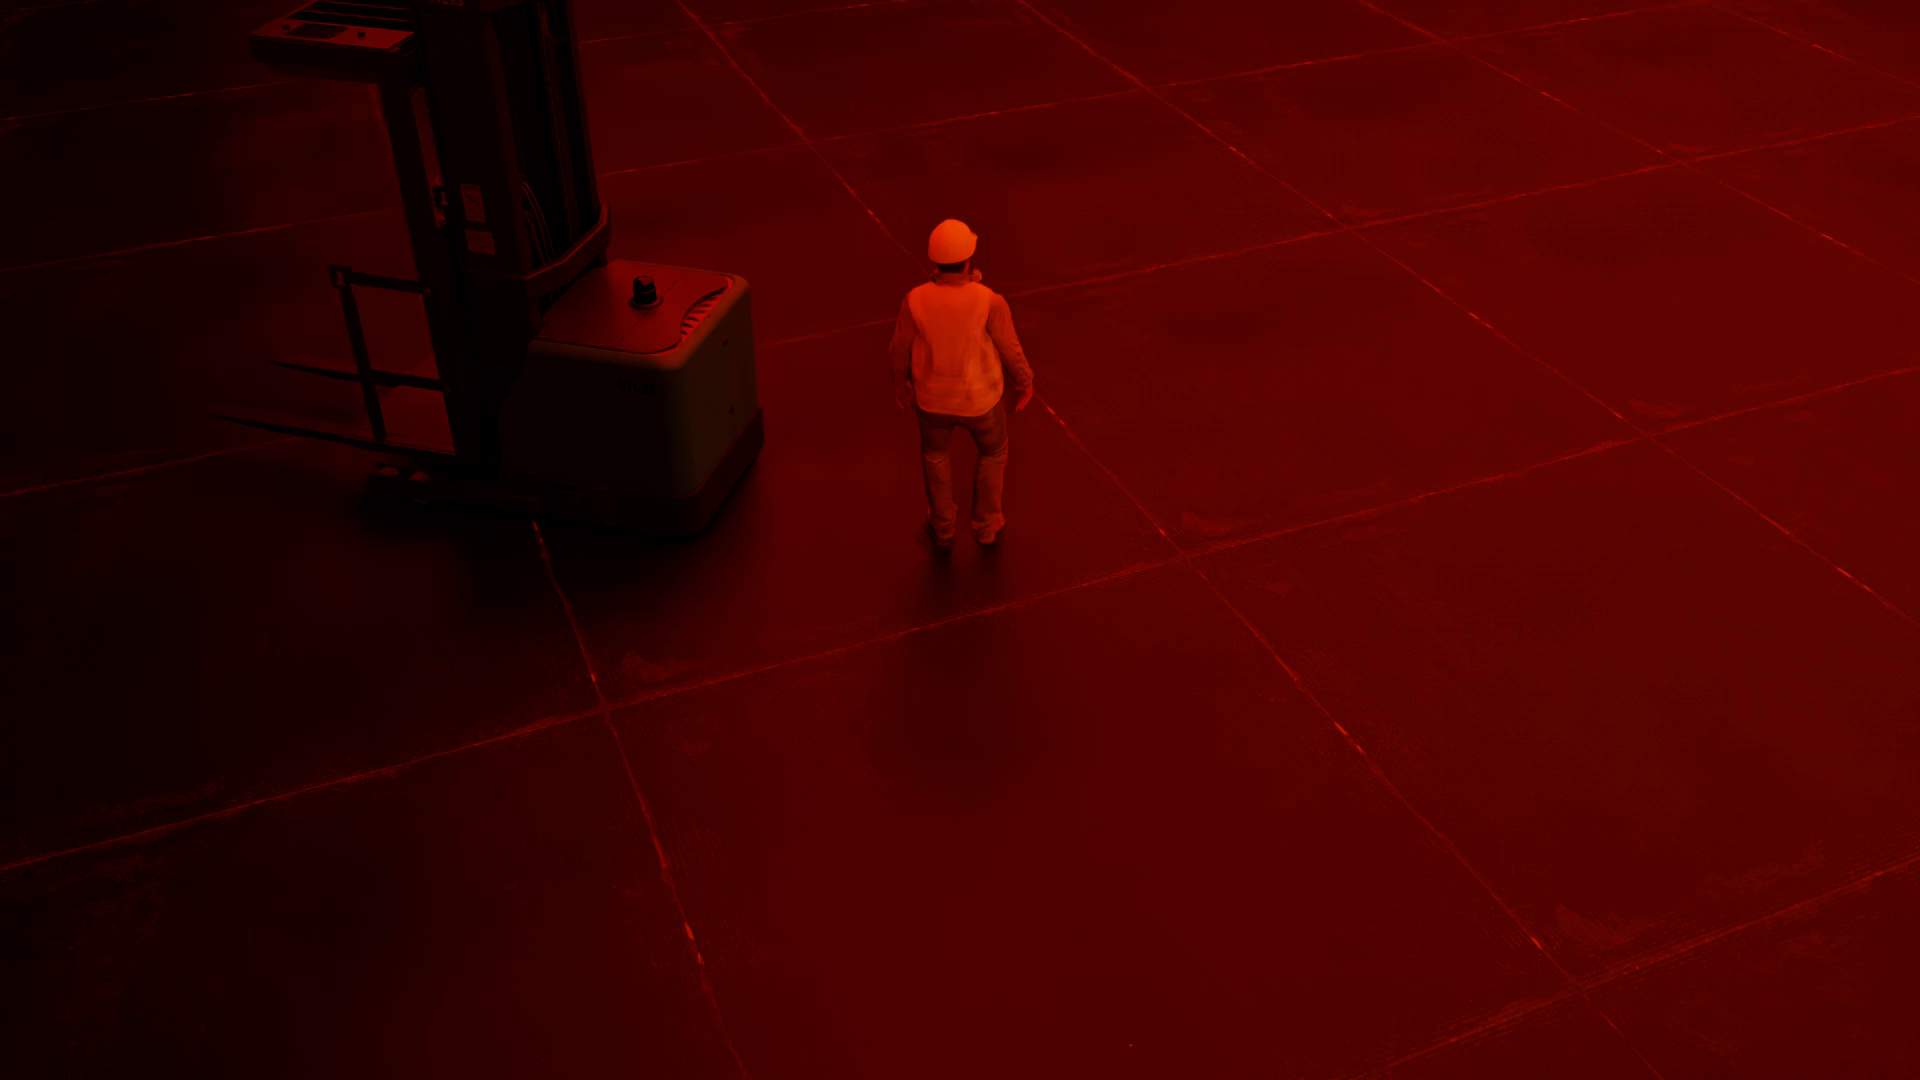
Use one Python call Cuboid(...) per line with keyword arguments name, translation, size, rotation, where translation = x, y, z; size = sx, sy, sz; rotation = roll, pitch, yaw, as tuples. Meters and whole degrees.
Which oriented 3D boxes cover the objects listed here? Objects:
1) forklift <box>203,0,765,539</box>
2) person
Cuboid(name="forklift", translation=(-2.664, -1.675, 8.454), size=(3.031, 2.935, 1.130), rotation=(9, 36, 13))
Cuboid(name="person", translation=(0.007, -0.739, 8.172), size=(0.695, 1.749, 0.432), rotation=(7, 36, 10))
